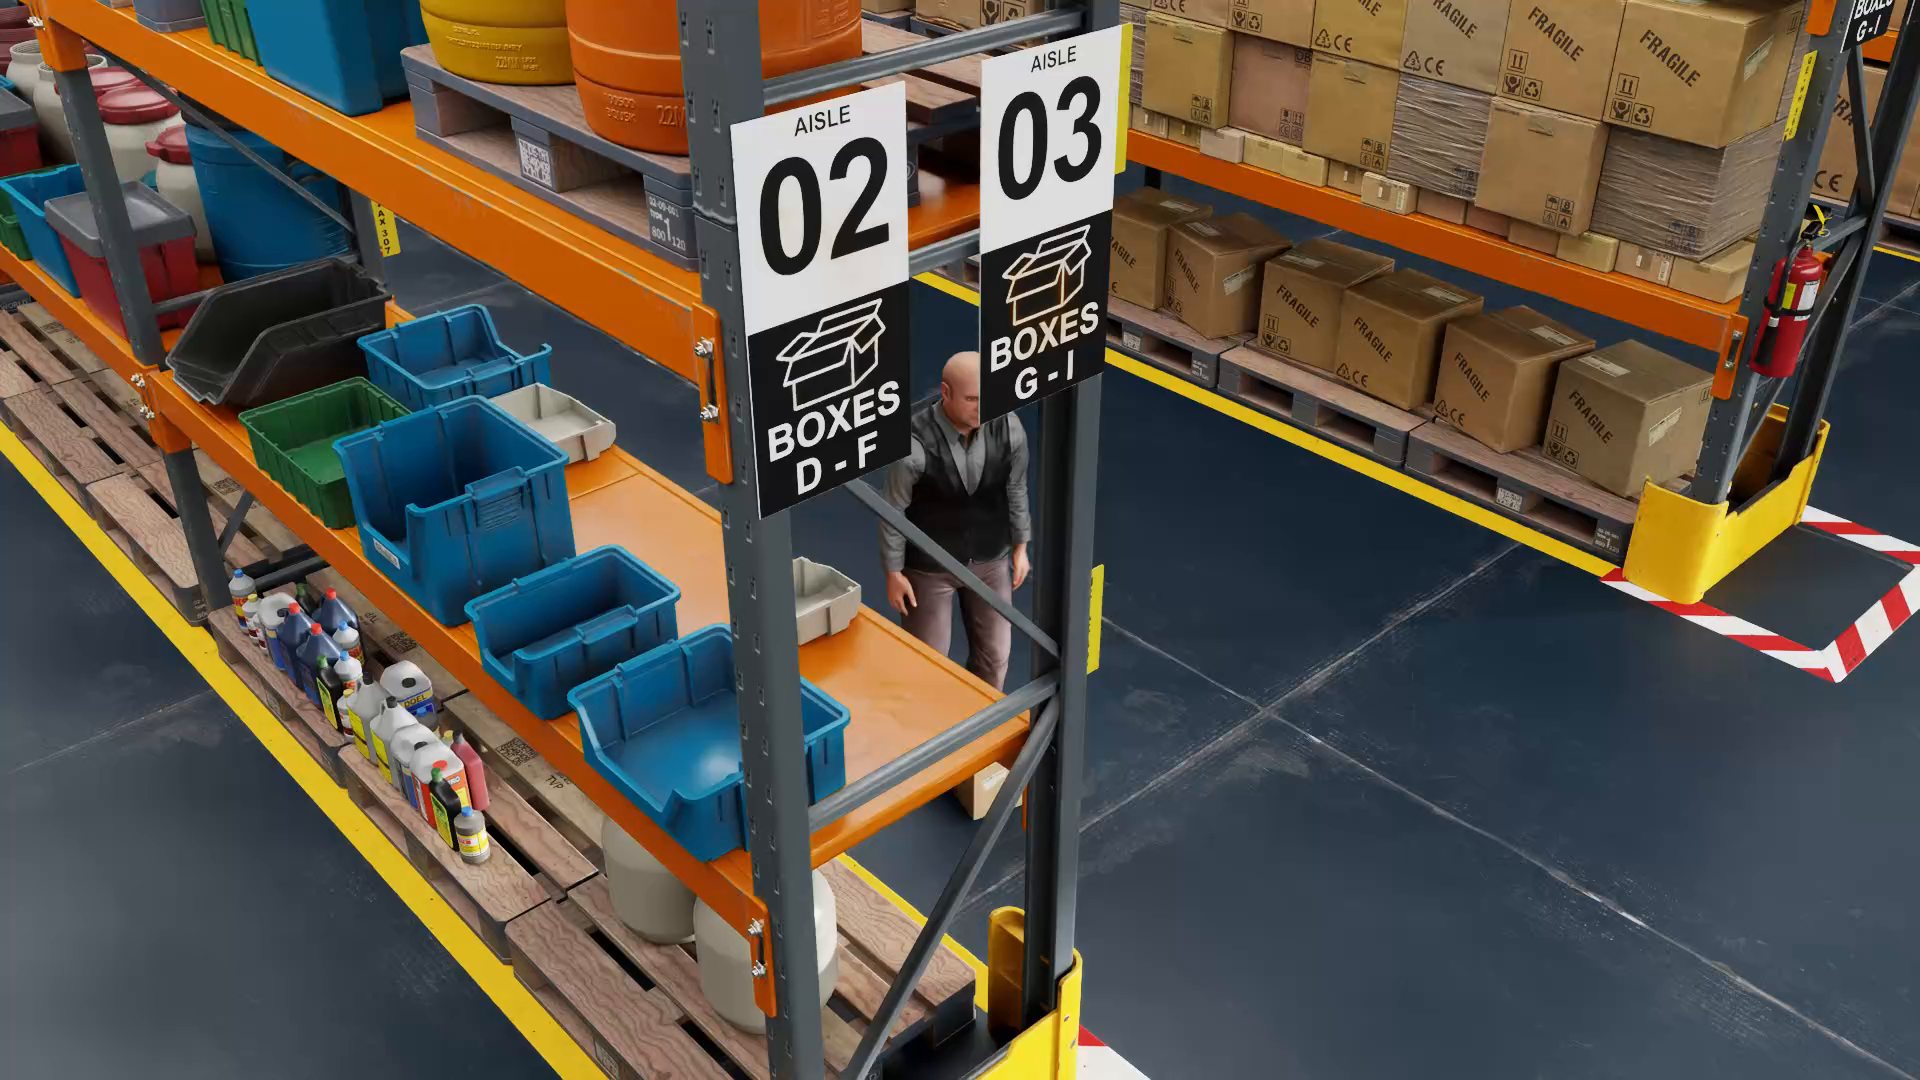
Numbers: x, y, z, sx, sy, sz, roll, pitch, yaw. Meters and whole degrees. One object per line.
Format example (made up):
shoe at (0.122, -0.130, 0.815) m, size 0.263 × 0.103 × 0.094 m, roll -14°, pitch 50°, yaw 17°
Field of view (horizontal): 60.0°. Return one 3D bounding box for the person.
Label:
person at (-0.010, 0.093, 6.007) m, size 0.579 × 1.720 × 0.466 m, roll -13°, pitch 34°, yaw -20°
